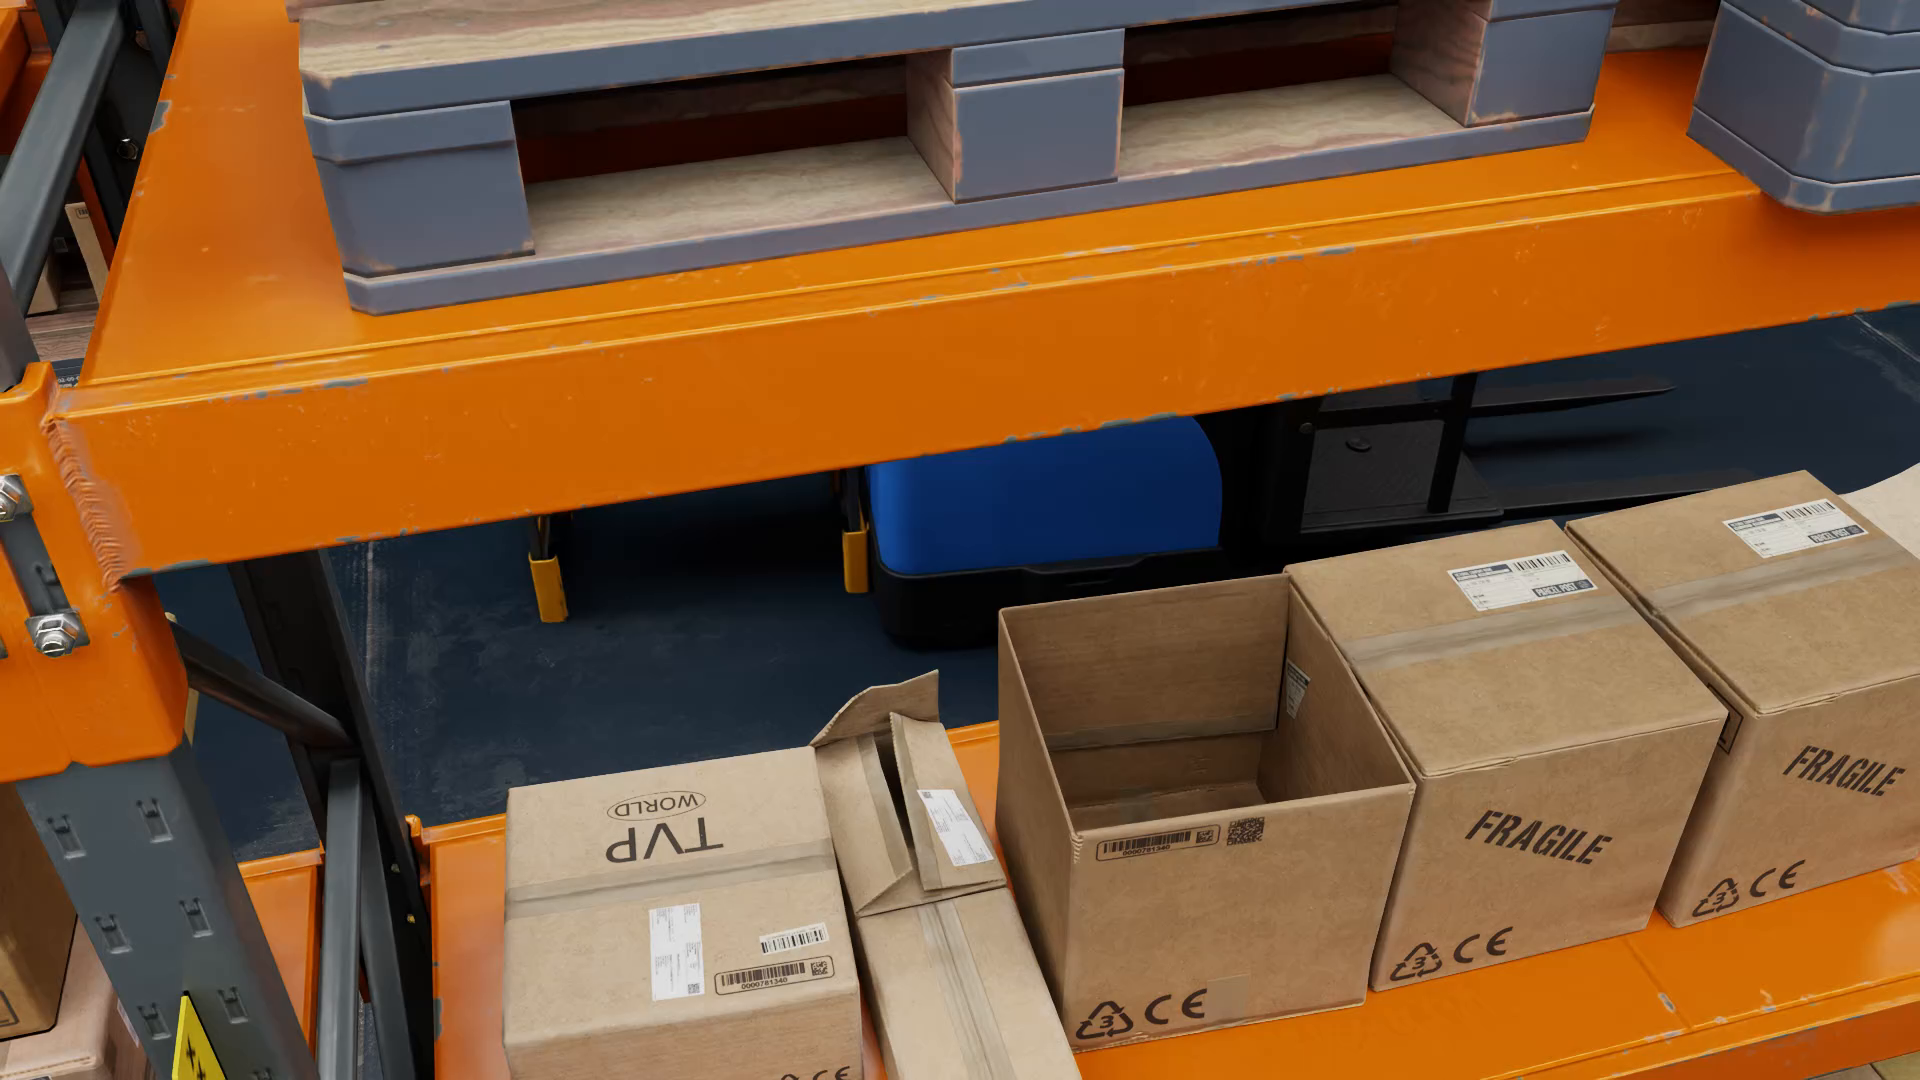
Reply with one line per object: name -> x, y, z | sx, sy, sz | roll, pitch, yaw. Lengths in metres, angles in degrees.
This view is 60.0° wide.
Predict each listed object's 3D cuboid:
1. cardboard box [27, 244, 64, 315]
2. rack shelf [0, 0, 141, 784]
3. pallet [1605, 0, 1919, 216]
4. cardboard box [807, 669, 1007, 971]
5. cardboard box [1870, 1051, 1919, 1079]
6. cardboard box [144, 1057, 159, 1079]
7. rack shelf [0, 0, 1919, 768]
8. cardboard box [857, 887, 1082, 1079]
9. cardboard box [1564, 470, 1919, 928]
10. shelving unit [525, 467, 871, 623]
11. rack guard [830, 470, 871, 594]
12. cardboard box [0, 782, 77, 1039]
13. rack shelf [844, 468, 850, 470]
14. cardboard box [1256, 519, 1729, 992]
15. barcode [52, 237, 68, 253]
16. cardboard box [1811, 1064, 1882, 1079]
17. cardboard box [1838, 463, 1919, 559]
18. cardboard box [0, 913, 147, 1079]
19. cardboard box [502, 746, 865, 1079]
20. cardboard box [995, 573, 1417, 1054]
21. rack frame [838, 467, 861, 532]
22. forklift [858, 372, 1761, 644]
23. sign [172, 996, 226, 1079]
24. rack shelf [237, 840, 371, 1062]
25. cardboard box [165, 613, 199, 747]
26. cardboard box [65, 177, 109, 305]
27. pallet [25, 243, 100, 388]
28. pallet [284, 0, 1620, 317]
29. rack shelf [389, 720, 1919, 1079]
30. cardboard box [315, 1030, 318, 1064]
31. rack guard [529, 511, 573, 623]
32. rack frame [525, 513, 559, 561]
cardboard box -> -3.746, -1.048, 6.635 | 0.250, 0.149, 0.380 | -12, 39, -16
rack shelf -> -2.832, 0.069, 1.314 | 4.000, 0.370, 1.077 | -9, 38, -12
pallet -> 1.249, -0.753, 1.952 | 1.213, 0.211, 1.003 | -8, 38, -10
cardboard box -> -0.101, 0.465, 2.784 | 0.258, 0.266, 0.396 | -10, 39, -13
cardboard box -> 2.019, 1.041, 3.376 | 0.500, 0.311, 0.500 | -10, 39, -13
cardboard box -> -1.328, 0.693, 2.293 | 0.500, 0.500, 0.700 | -10, 39, -13
rack shelf -> 1.029, -0.564, 2.142 | 4.000, 0.370, 1.077 | -9, 38, -12
cardboard box -> 0.007, 0.738, 2.524 | 0.250, 0.149, 0.380 | -9, 38, -12
cardboard box -> 1.344, 0.260, 2.859 | 0.500, 0.500, 0.500 | -11, 39, -14
shelving unit -> -0.871, -0.549, 5.234 | 1.083, 1.500, 0.587 | -5, 38, -7
rack guard -> -0.378, -0.099, 5.673 | 0.087, 0.250, 0.587 | -5, 38, -7
cardboard box -> -1.328, 0.177, 1.899 | 0.500, 0.500, 0.700 | -9, 38, -12
rack shelf -> -0.880, -0.406, 5.342 | 1.000, 0.185, 0.538 | -5, 38, -7
cardboard box -> 0.836, 0.344, 2.750 | 0.500, 0.500, 0.500 | -9, 38, -12
barcode -> -3.658, -1.194, 6.735 | 0.075, 0.075, 0.001 | -9, 38, -12
cardboard box -> 1.530, 1.119, 3.274 | 0.500, 0.311, 0.500 | -10, 38, -12
cardboard box -> 2.046, 0.088, 3.239 | 0.500, 0.311, 0.500 | -10, 38, -12
cardboard box -> -1.108, 0.530, 1.973 | 0.250, 0.149, 0.380 | -9, 38, -12
cardboard box -> -0.438, 0.614, 2.602 | 0.500, 0.250, 0.500 | -7, 38, -9
cardboard box -> 0.353, 0.423, 2.646 | 0.500, 0.500, 0.500 | -7, 38, -9
rack frame -> -0.377, -0.595, 5.293 | 0.032, 1.500, 0.500 | -5, 38, -7
forklift -> 1.179, -1.244, 4.964 | 3.031, 2.935, 1.130 | -5, 38, -7
sign -> -0.755, 0.608, 1.708 | 0.005, 0.325, 0.100 | -9, 38, -12
rack shelf -> -2.832, 1.261, 2.225 | 4.000, 0.370, 1.077 | -9, 38, -12
cardboard box -> -1.212, 0.290, 2.286 | 0.250, 0.149, 0.380 | -9, 38, -12
cardboard box -> -3.188, -1.241, 6.598 | 0.500, 0.500, 0.500 | -12, 39, -15
pallet -> -4.016, -0.817, 6.644 | 1.213, 0.211, 1.003 | -9, 38, -12
pallet -> -0.053, -0.604, 1.760 | 1.217, 0.209, 0.805 | -11, 39, -14
rack shelf -> 1.029, 0.627, 3.053 | 4.000, 0.370, 1.077 | -9, 38, -12
cardboard box -> -1.431, 1.176, 3.045 | 0.500, 0.500, 0.500 | -9, 38, -12
rack guard -> -1.363, -0.007, 5.554 | 0.087, 0.250, 0.587 | -5, 38, -7
rack frame -> -1.382, -0.502, 5.172 | 0.032, 1.500, 0.500 | -5, 38, -7
